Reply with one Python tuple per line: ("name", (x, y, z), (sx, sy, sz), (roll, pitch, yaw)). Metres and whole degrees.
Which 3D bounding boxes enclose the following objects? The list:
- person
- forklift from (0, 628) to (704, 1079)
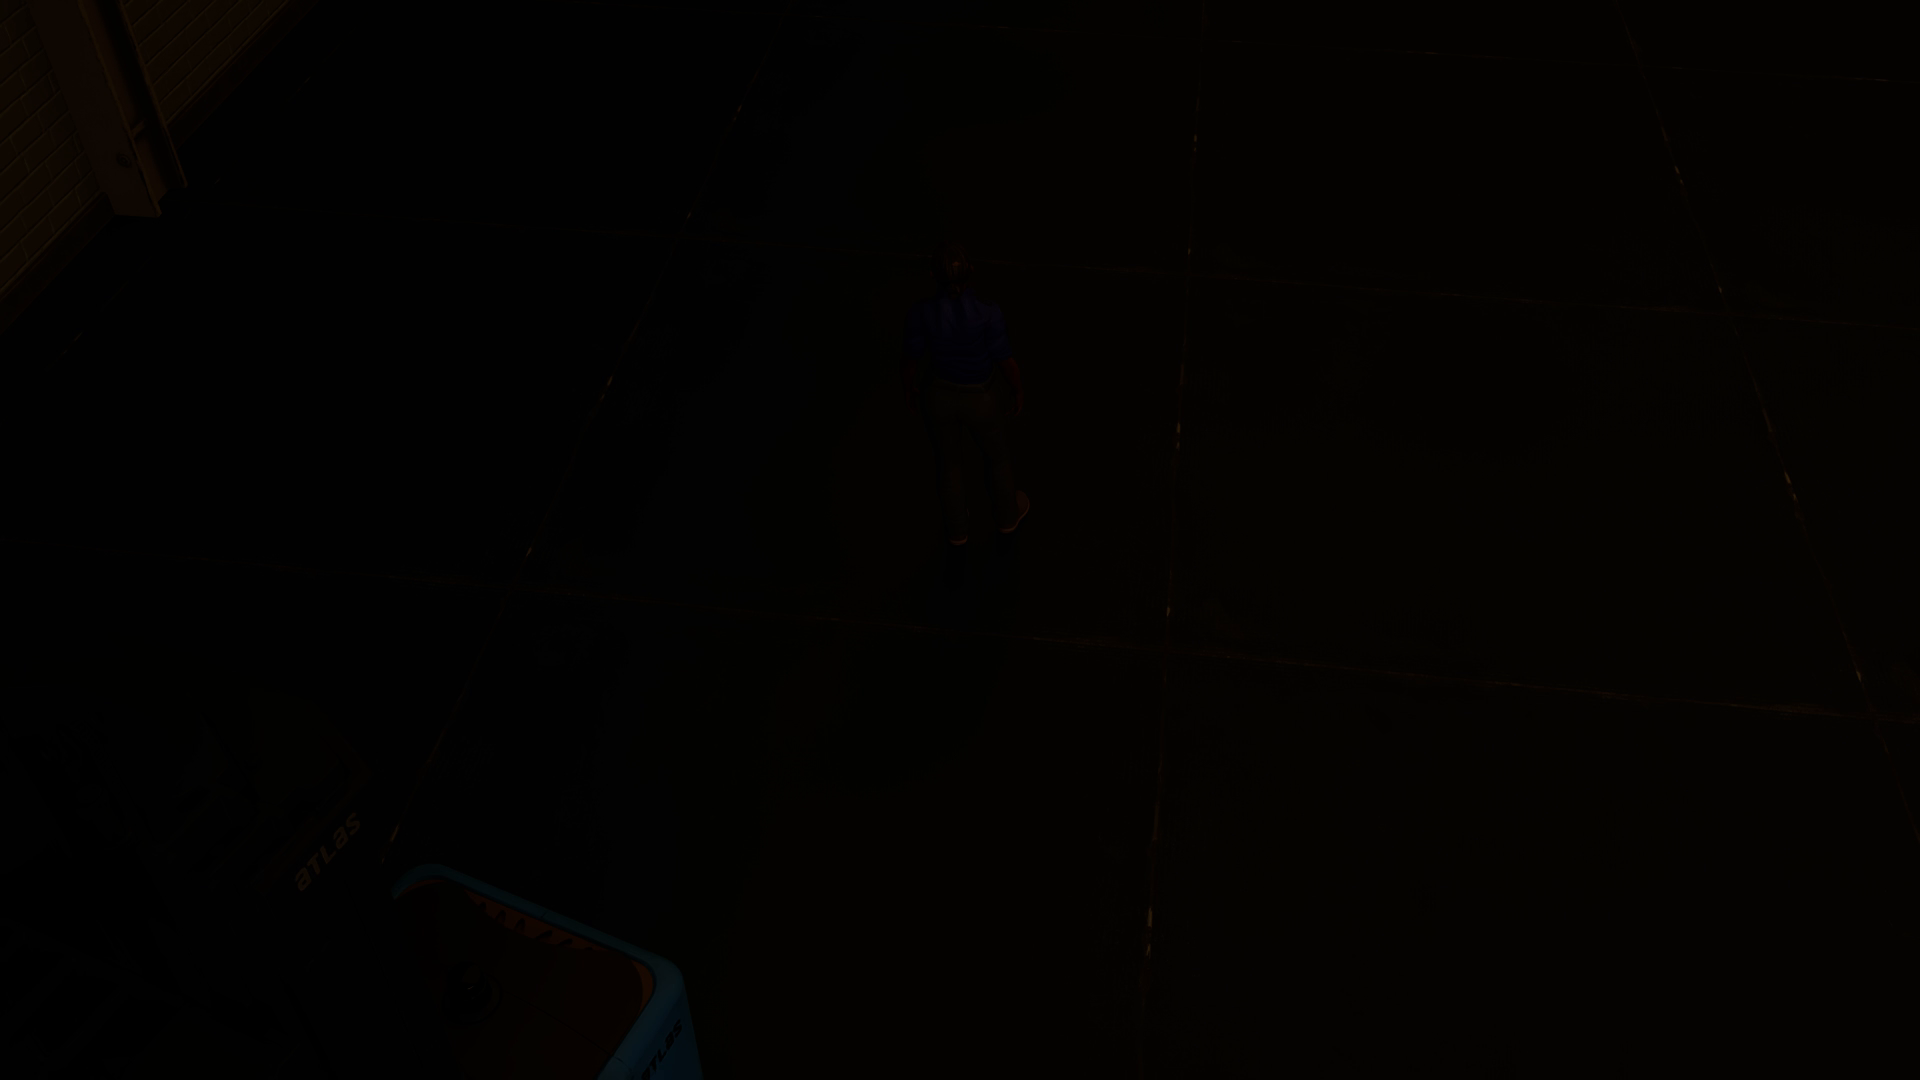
("person", (0.031, -0.671, 7.388), (0.569, 1.654, 0.504), (5, 43, 6))
("forklift", (-1.876, 1.749, 3.820), (1.130, 2.935, 3.031), (17, 45, 18))
